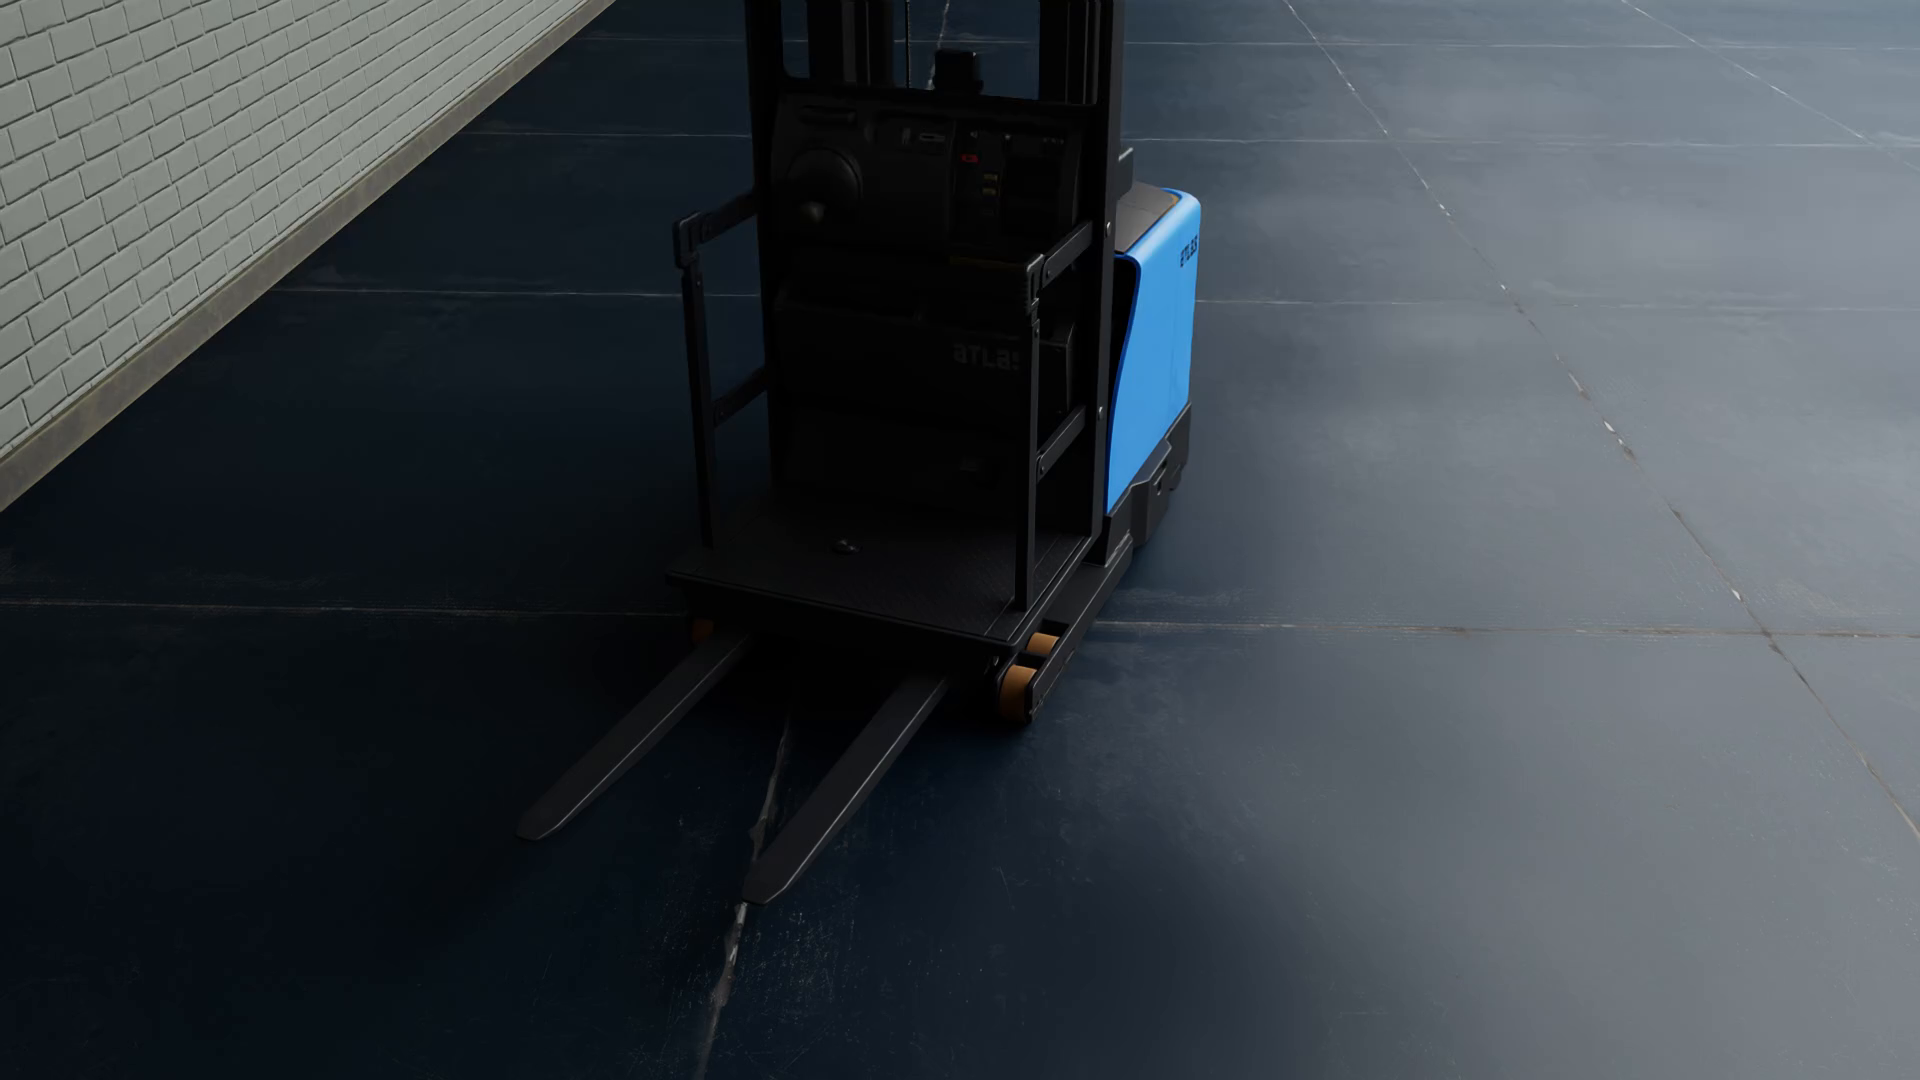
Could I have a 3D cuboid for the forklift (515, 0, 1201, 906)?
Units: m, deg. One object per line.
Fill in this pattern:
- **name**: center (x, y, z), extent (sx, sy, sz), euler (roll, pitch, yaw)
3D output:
- **forklift**: center (-0.181, -0.994, 4.496), extent (1.130, 2.935, 3.031), euler (11, 30, 19)
